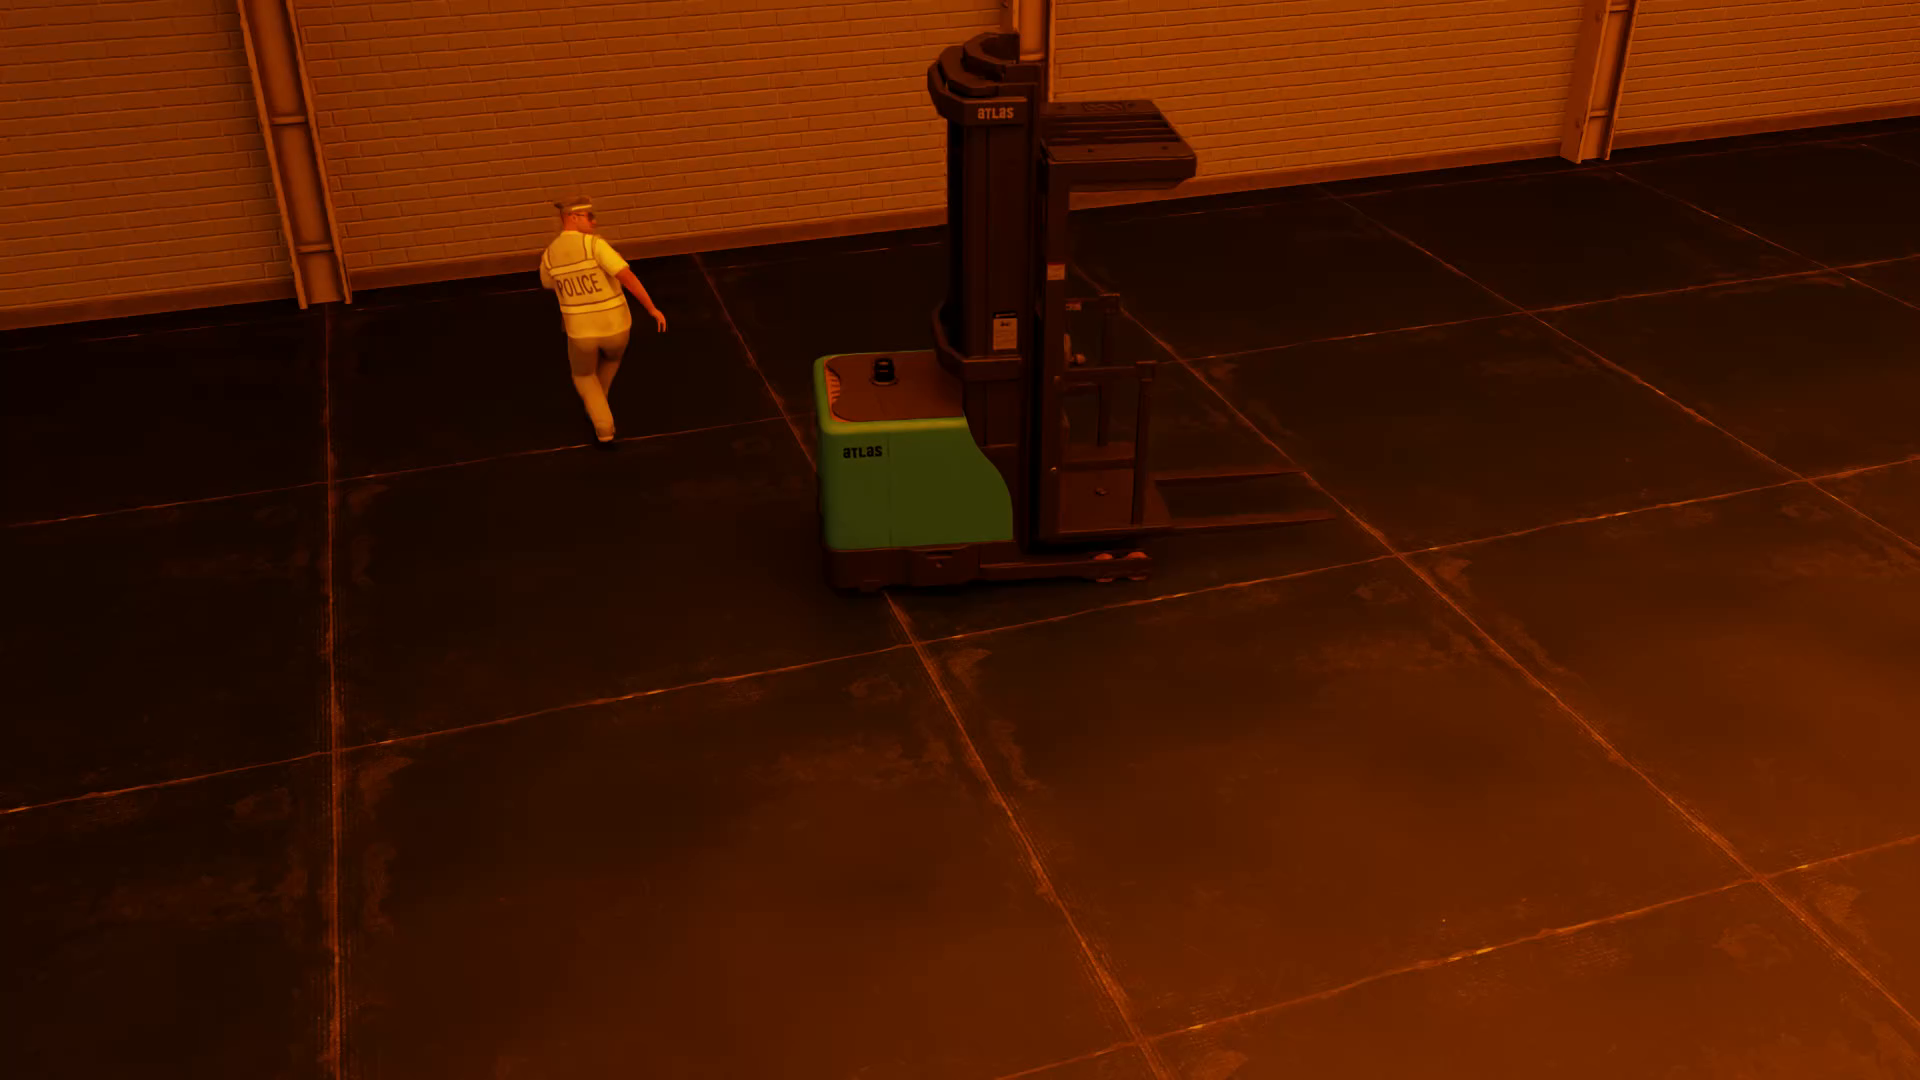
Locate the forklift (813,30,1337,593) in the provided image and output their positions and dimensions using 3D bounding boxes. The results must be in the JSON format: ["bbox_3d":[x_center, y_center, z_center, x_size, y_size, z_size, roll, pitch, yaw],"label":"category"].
[{"bbox_3d":[0.684,-1.282,9.315,3.031,2.935,1.130,-4,30,-6],"label":"forklift"}]

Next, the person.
[{"bbox_3d":[-2.345,-1.495,11.025,0.814,1.650,0.838,-3,30,-5],"label":"person"}]
